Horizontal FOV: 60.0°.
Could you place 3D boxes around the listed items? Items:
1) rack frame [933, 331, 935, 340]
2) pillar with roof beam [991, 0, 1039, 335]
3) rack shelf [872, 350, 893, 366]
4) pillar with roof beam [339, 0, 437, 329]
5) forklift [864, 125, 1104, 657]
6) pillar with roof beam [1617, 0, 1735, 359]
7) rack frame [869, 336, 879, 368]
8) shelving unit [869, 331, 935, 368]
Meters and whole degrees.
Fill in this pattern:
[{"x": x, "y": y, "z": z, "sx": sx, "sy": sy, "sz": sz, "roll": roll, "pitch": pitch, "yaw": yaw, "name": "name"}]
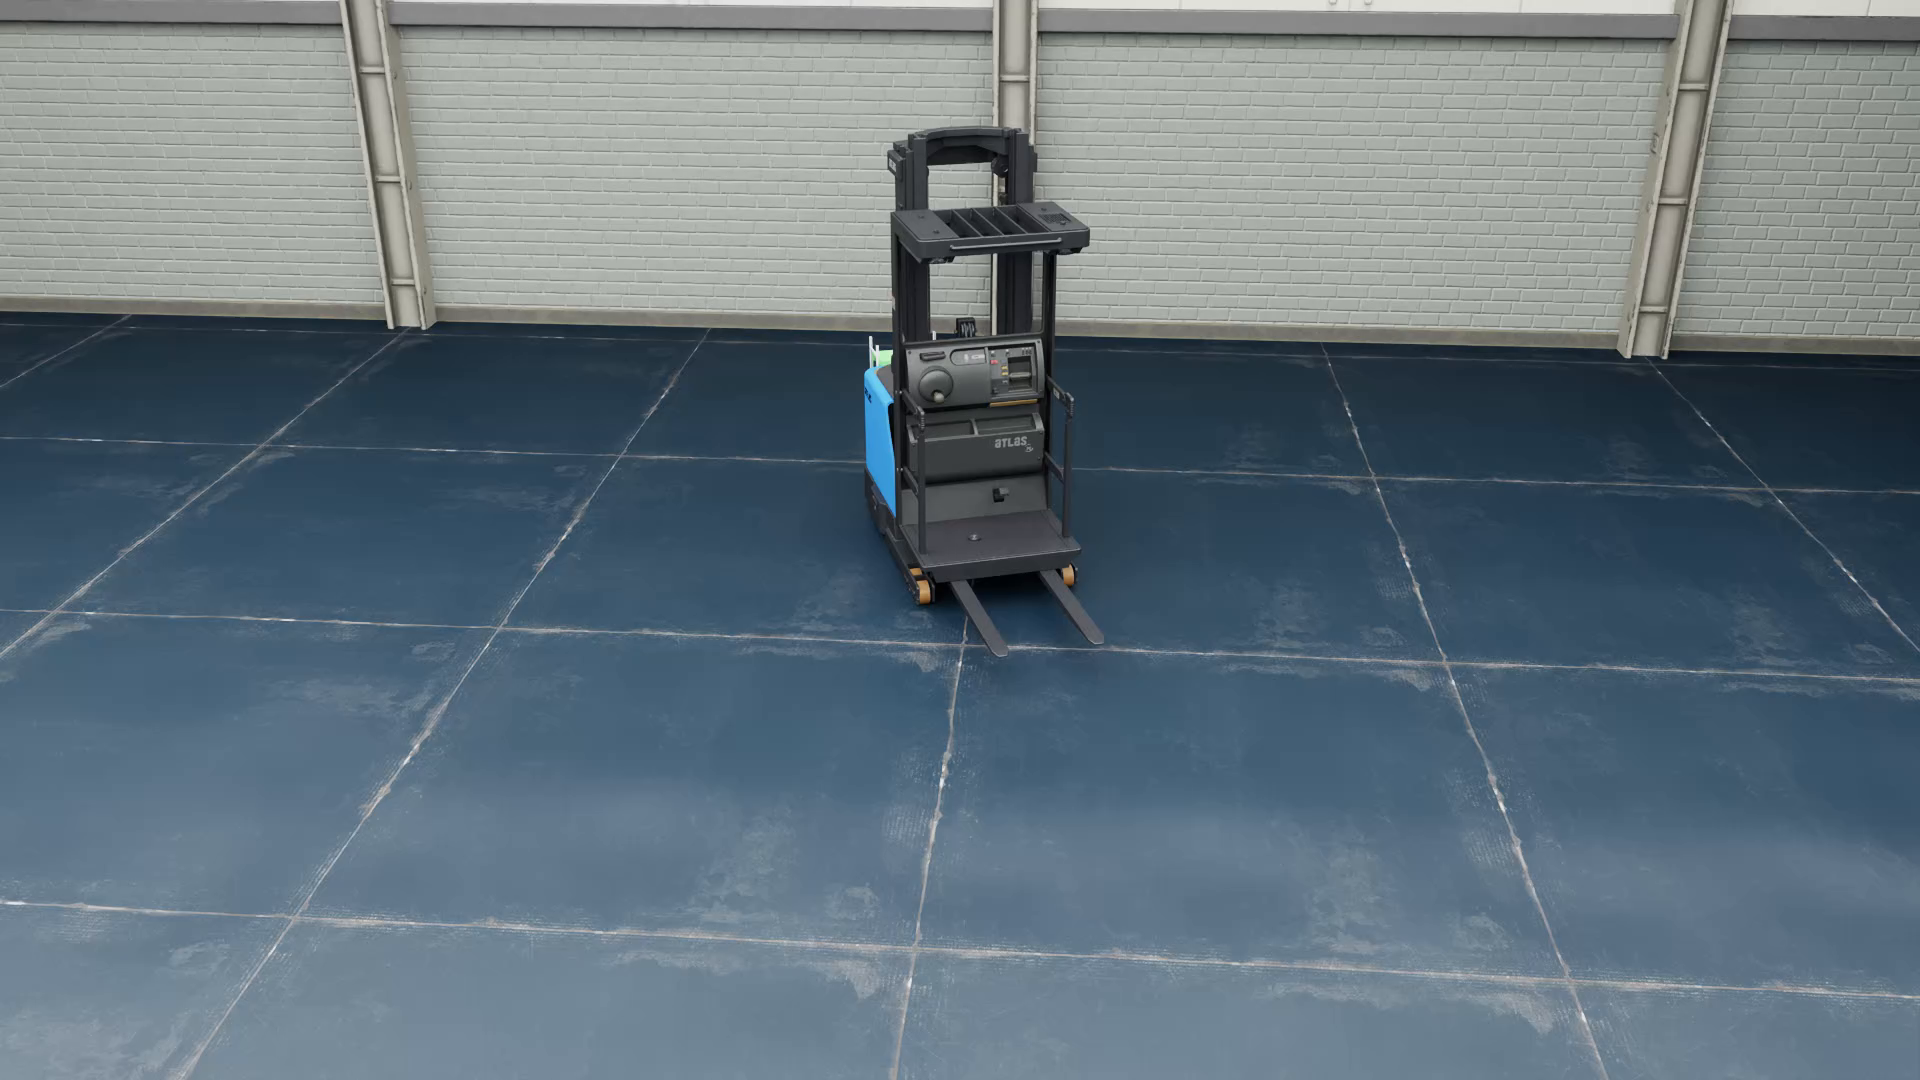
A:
[{"x": -0.165, "y": -0.977, "z": 12.650, "sx": 0.015, "sy": 1.200, "sz": 0.240, "roll": -7, "pitch": 26, "yaw": -14, "name": "rack frame"}, {"x": 0.173, "y": -4.262, "z": 10.459, "sx": 0.400, "sy": 9.000, "sz": 9.100, "roll": 2, "pitch": 25, "yaw": 4, "name": "pillar with roof beam"}, {"x": -0.400, "y": -1.328, "z": 12.416, "sx": 0.480, "sy": 0.148, "sz": 0.258, "roll": -7, "pitch": 26, "yaw": -14, "name": "rack shelf"}, {"x": -5.809, "y": -4.454, "z": 10.876, "sx": 0.400, "sy": 9.000, "sz": 9.100, "roll": 2, "pitch": 25, "yaw": 4, "name": "pillar with roof beam"}, {"x": 0.161, "y": -1.080, "z": 10.802, "sx": 1.130, "sy": 2.935, "sz": 3.031, "roll": -6, "pitch": 25, "yaw": -14, "name": "forklift"}, {"x": 6.156, "y": -4.070, "z": 10.041, "sx": 0.400, "sy": 9.000, "sz": 9.100, "roll": 2, "pitch": 25, "yaw": 4, "name": "pillar with roof beam"}, {"x": -0.636, "y": -0.923, "z": 12.531, "sx": 0.015, "sy": 1.200, "sz": 0.240, "roll": -7, "pitch": 26, "yaw": -14, "name": "rack frame"}, {"x": -0.400, "y": -0.950, "z": 12.590, "sx": 0.503, "sy": 1.200, "sz": 0.258, "roll": -7, "pitch": 26, "yaw": -14, "name": "shelving unit"}]
